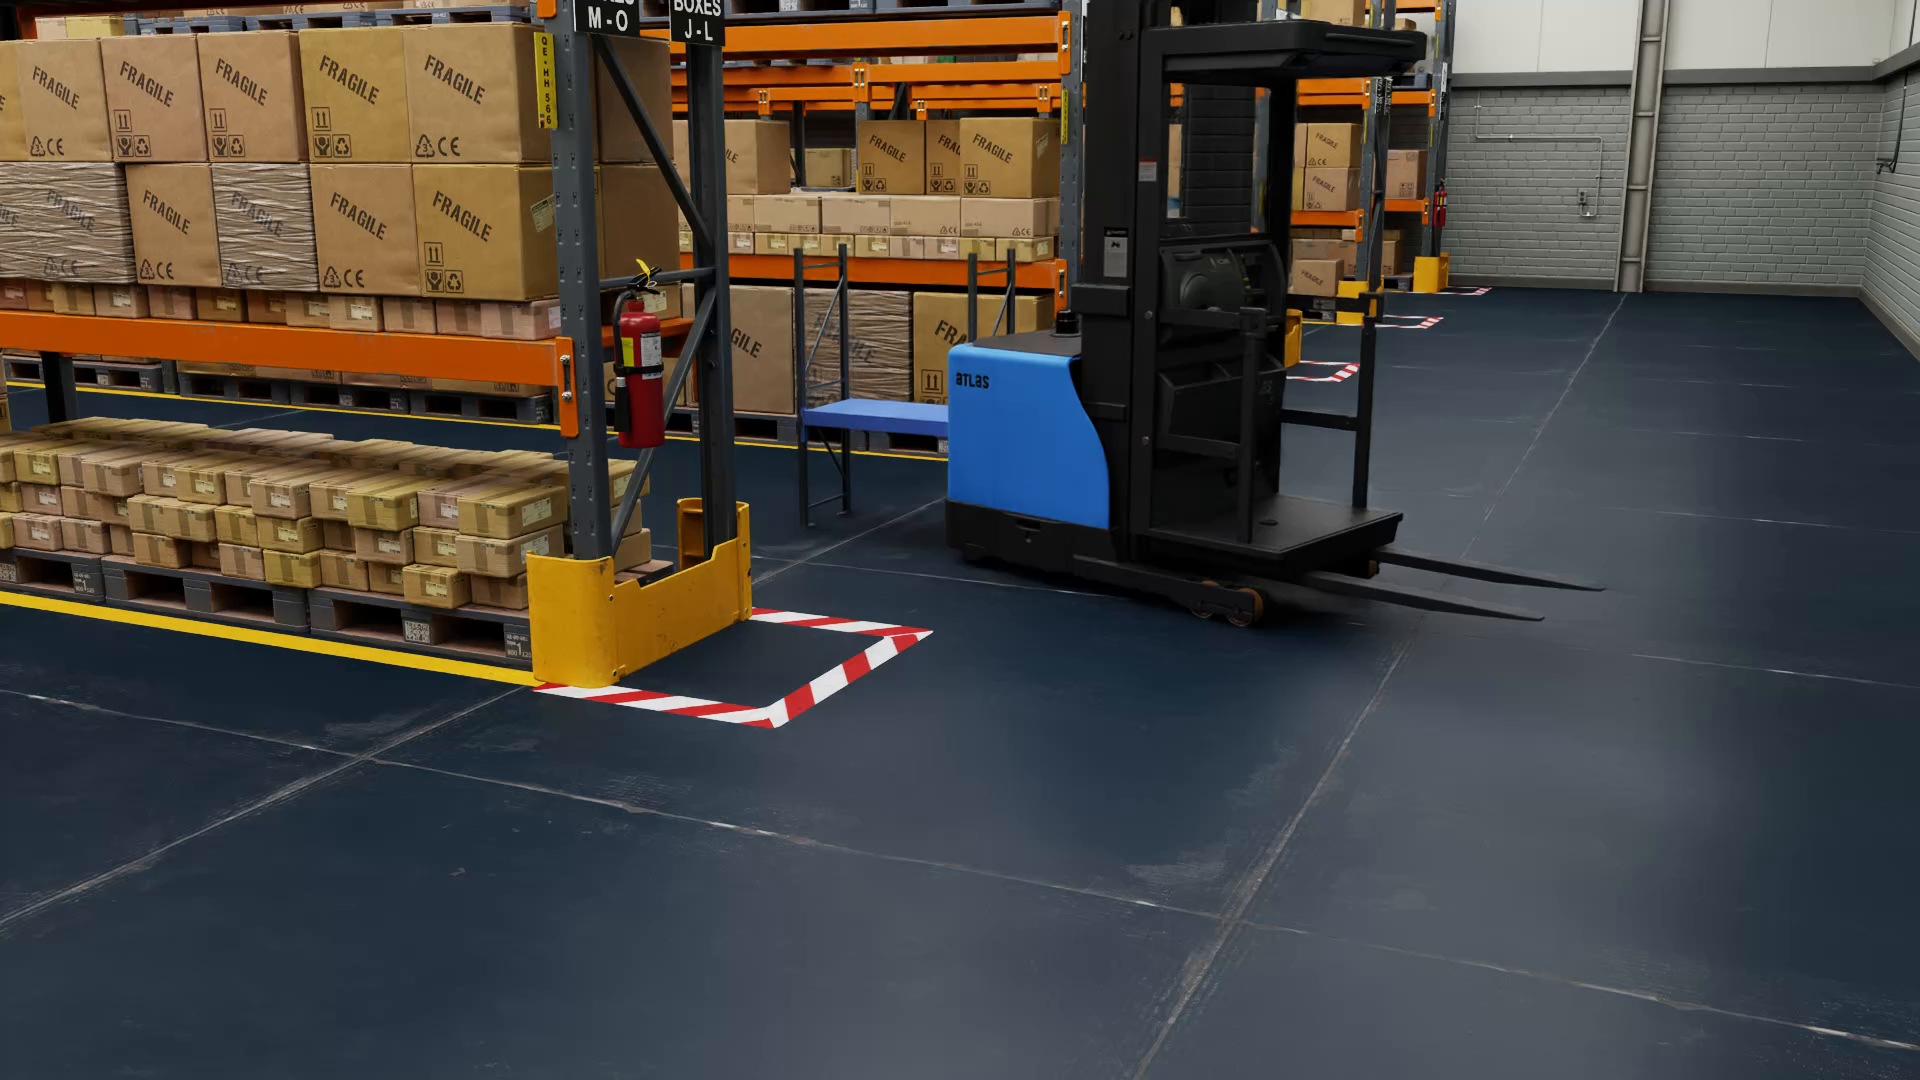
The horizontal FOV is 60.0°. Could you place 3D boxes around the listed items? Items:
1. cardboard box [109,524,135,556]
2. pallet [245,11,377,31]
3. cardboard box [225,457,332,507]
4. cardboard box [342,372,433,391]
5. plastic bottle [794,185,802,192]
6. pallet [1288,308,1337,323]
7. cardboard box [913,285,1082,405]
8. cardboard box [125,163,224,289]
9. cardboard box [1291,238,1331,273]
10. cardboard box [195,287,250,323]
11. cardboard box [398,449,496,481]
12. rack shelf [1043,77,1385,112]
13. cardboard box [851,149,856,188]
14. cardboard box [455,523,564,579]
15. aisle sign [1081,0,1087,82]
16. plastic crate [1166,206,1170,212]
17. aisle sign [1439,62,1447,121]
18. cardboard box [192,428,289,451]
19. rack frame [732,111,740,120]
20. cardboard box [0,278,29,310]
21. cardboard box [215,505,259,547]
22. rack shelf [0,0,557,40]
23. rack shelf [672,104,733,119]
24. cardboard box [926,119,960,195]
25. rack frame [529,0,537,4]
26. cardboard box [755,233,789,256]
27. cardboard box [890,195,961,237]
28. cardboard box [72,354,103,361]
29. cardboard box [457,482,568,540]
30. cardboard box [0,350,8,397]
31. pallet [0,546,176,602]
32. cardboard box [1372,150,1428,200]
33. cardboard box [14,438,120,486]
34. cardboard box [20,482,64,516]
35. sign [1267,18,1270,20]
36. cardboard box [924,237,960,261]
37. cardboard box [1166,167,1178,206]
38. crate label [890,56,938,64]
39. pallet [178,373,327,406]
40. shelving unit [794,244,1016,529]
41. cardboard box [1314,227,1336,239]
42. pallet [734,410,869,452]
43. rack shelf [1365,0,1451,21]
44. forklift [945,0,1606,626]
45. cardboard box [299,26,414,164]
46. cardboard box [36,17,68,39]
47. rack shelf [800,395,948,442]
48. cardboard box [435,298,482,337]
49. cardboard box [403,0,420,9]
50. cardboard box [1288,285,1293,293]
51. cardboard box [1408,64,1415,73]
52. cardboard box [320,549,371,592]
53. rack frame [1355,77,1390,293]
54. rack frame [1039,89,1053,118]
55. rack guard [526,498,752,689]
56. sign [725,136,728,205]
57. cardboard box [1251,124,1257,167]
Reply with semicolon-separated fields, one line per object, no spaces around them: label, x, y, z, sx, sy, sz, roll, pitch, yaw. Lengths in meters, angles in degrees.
cardboard box;-3.670;-0.038;7.670;0.250;0.149;0.380;5;14;21
pallet;-4.799;-4.003;13.096;1.213;0.211;1.003;7;15;26
cardboard box;-2.976;-0.252;7.282;0.250;0.149;0.380;5;14;21
cardboard box;-4.186;-1.723;13.265;0.875;0.875;1.225;5;14;21
plastic bottle;-1.684;-3.473;17.098;0.185;0.351;0.144;6;14;23
pallet;4.099;-2.837;20.386;1.213;0.211;1.003;6;14;23
cardboard box;0.264;-1.258;11.283;0.875;0.875;0.875;6;14;23
cardboard box;-3.123;-1.342;7.040;0.500;0.500;0.500;7;15;26
cardboard box;5.302;-4.274;24.954;0.500;0.500;0.700;5;14;21
cardboard box;-3.024;-1.027;7.114;0.250;0.149;0.380;6;15;24
cardboard box;-2.301;-0.301;7.490;0.250;0.149;0.380;5;14;20
rack shelf;3.069;-5.410;20.252;4.000;0.370;1.077;6;14;23
cardboard box;-1.037;-4.949;22.140;0.500;0.500;0.700;9;16;34
cardboard box;-1.818;0.030;6.730;0.250;0.149;0.380;5;14;22
aisle sign;0.826;-3.242;10.315;0.004;0.787;0.394;6;14;23
plastic crate;1.916;-3.182;16.197;0.298;0.136;0.250;6;14;23
aisle sign;6.845;-6.346;23.542;0.004;0.787;0.394;6;14;23
cardboard box;-3.475;-0.434;8.057;0.250;0.149;0.380;5;14;21
rack frame;-4.071;-6.260;28.866;0.127;3.000;1.000;6;14;23
cardboard box;-4.219;-1.150;7.641;0.250;0.149;0.380;5;14;21
cardboard box;-2.999;-0.090;7.244;0.250;0.149;0.380;7;15;26
rack shelf;-3.048;-2.314;7.060;4.000;0.370;1.077;6;14;23
rack shelf;-5.900;-7.555;29.395;4.000;0.370;1.077;6;14;23
cardboard box;0.095;-2.630;11.431;0.500;0.500;0.500;5;14;22
rack frame;-2.775;-5.337;11.799;0.127;3.000;1.000;6;14;23
cardboard box;-1.214;-2.053;11.487;0.250;0.149;0.380;5;14;22
cardboard box;-0.132;-2.154;11.046;0.500;0.250;0.500;6;14;22
cardboard box;-7.566;-1.890;14.751;0.500;0.500;0.700;5;14;19
cardboard box;-1.806;-0.121;6.725;0.250;0.149;0.380;6;14;24
cardboard box;-5.445;-0.865;8.788;0.500;0.250;0.500;5;14;21
pallet;-4.249;0.023;8.195;1.213;0.211;1.003;6;14;23
cardboard box;6.430;-5.341;24.292;0.700;0.700;0.980;7;15;26
cardboard box;-4.167;-0.369;7.782;0.250;0.149;0.380;6;14;22
cardboard box;-4.170;-0.231;7.841;0.250;0.149;0.380;6;14;23
sign;2.680;-4.373;14.489;0.005;0.325;0.100;6;14;23
cardboard box;-0.046;-1.935;10.985;0.250;0.149;0.380;6;14;23
cardboard box;2.522;-4.336;20.448;0.500;0.500;0.500;6;14;23
crate label;-0.439;-4.677;16.131;0.466;0.136;0.293;6;14;23
pallet;-5.742;-1.340;14.002;1.213;0.211;1.003;6;14;23
shelving unit;-0.289;-0.790;8.839;1.048;1.500;0.538;7;15;26
cardboard box;5.490;-4.620;25.011;0.250;0.149;0.380;6;14;24
pallet;-0.993;-0.859;11.954;1.213;0.211;1.003;6;14;23
rack shelf;5.072;-7.710;24.366;4.000;0.370;1.077;6;14;23
forklift;1.354;-1.189;7.405;3.031;2.935;1.130;12;18;41
cardboard box;-2.202;-1.737;6.531;0.500;0.500;0.500;5;14;21
cardboard box;-7.426;-4.209;13.889;0.500;0.250;0.500;6;14;23
rack shelf;-0.289;-0.615;8.880;1.000;0.185;0.538;7;15;26
cardboard box;-1.844;-0.899;6.569;0.250;0.149;0.380;6;14;23
cardboard box;-4.076;-4.127;12.843;0.250;0.149;0.380;5;14;21
cardboard box;3.967;-3.004;20.232;0.250;0.166;0.380;6;14;23
cardboard box;6.333;-6.909;24.256;0.500;0.250;0.500;7;15;26
cardboard box;-2.499;0.094;7.110;0.250;0.149;0.380;6;14;24
rack frame;4.898;-4.115;19.724;0.127;3.000;1.000;6;14;23
rack frame;1.240;-4.485;21.301;0.127;3.000;1.000;6;14;23
rack guard;-1.289;0.191;6.848;0.348;0.500;1.175;6;14;23
sign;-1.000;-1.554;6.916;0.005;0.325;0.100;6;14;23
cardboard box;3.441;-4.727;19.927;0.500;0.500;0.500;6;15;25
